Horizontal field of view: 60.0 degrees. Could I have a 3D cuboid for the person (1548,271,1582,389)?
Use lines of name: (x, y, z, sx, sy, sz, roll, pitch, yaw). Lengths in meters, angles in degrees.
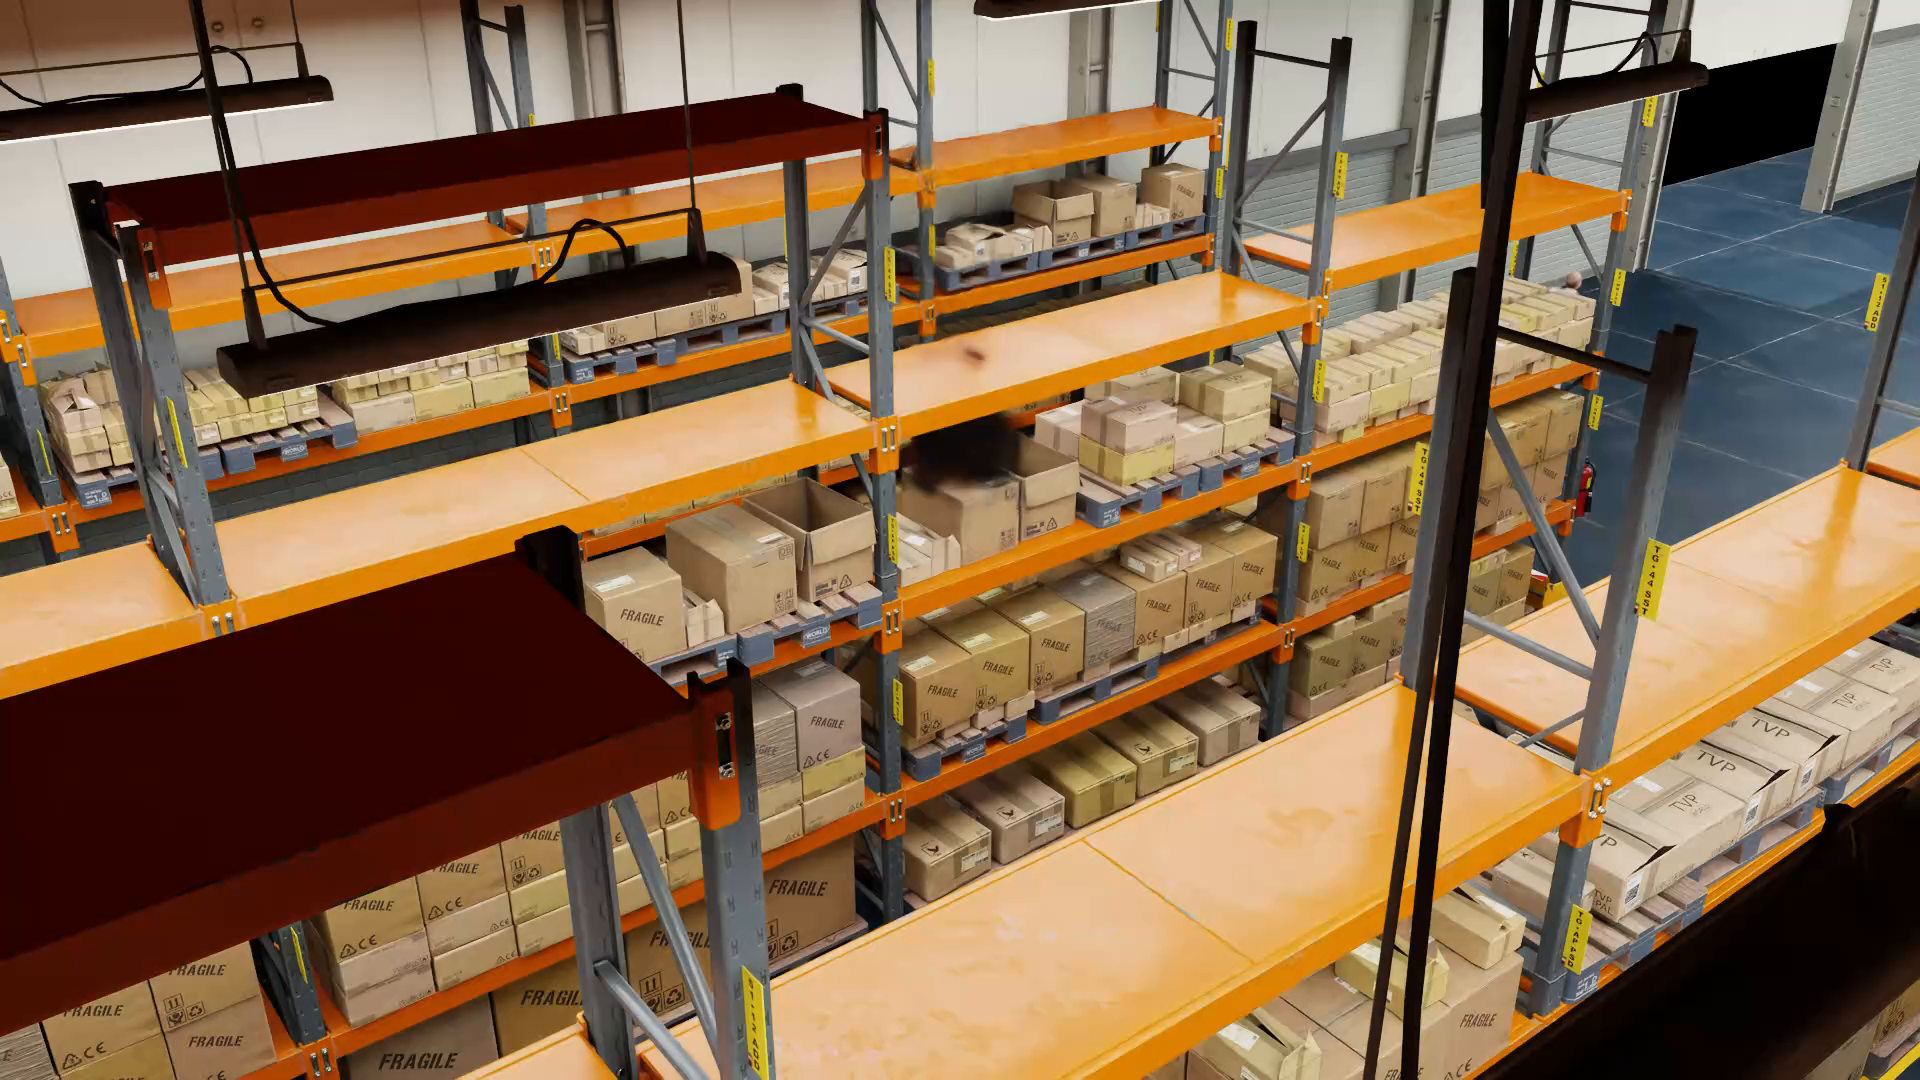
person: (7.792, -2.629, 21.533, 0.602, 1.736, 0.711, -22, 33, -37)
